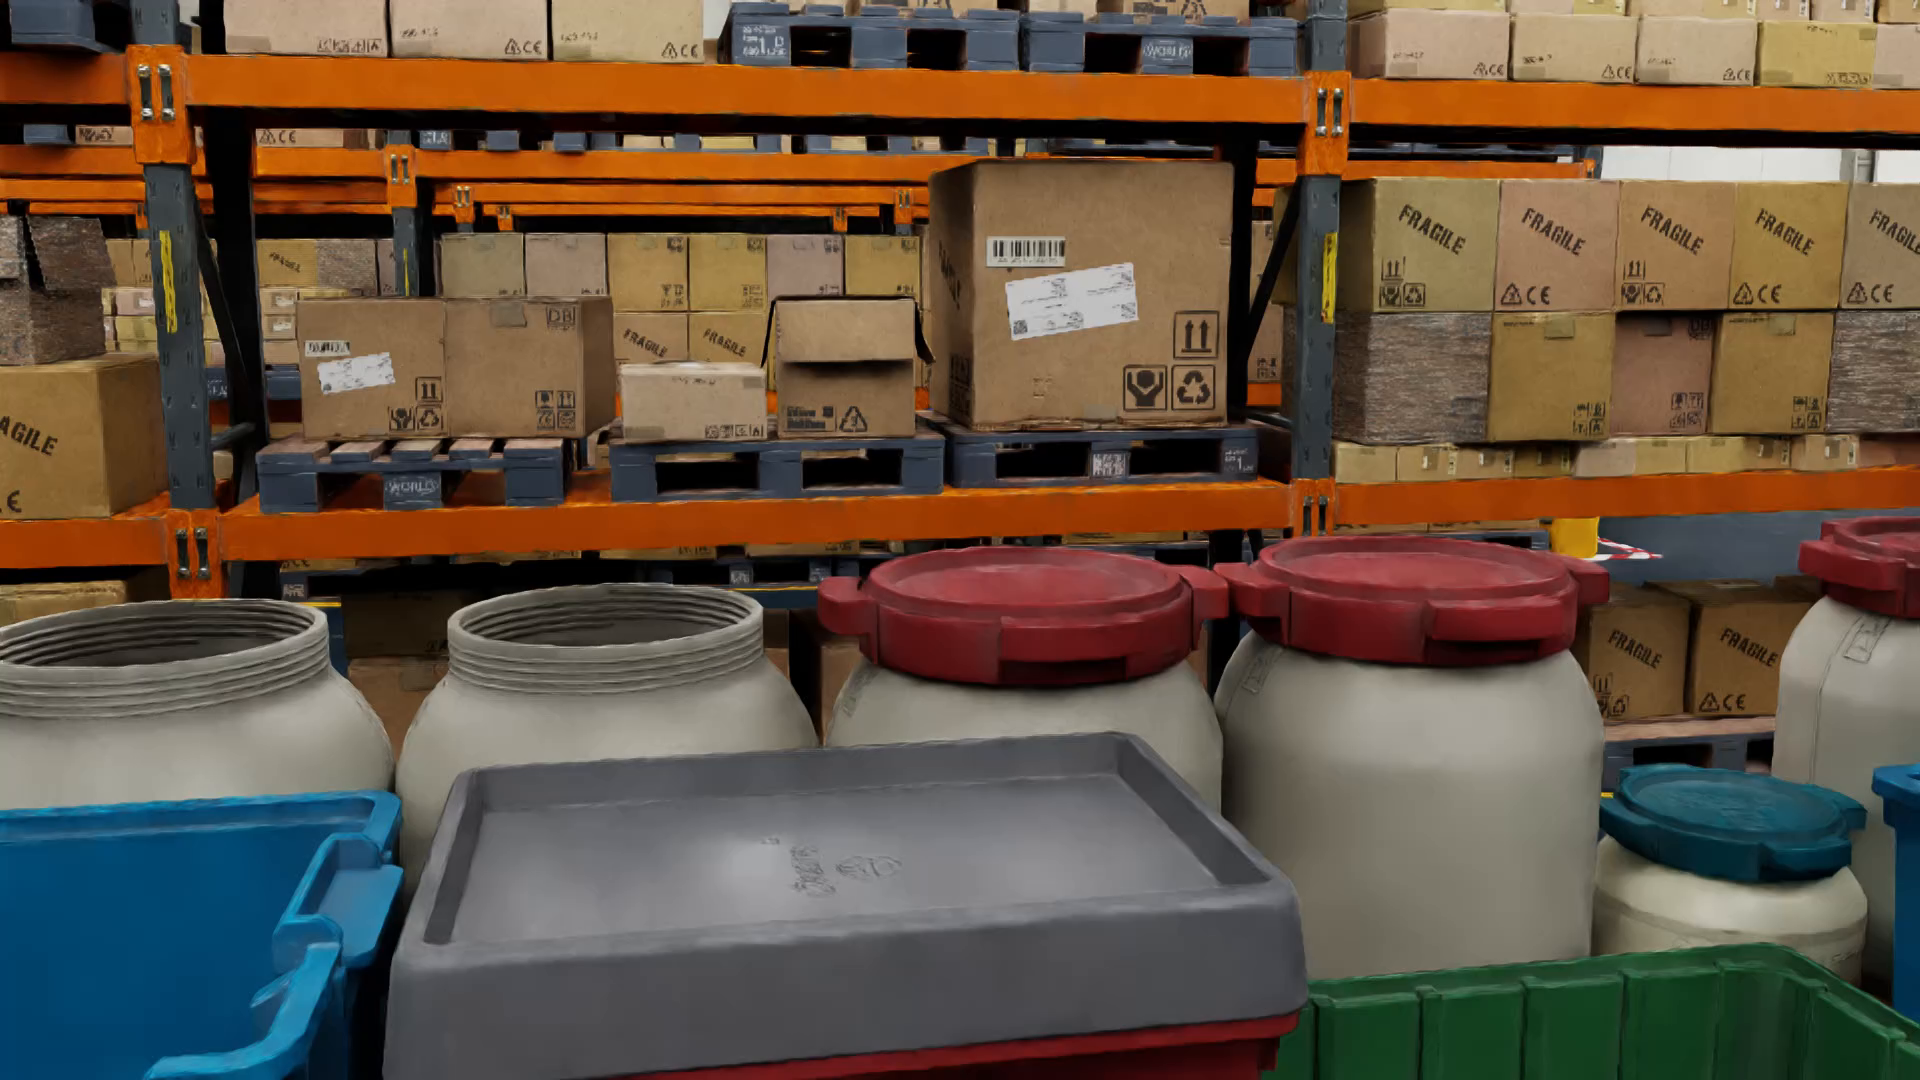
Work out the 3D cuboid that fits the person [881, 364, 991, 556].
[{"bbox_3d":[-0.090,-0.082,8.282,0.601,1.664,0.427,-3,10,-18],"label":"person"}]
